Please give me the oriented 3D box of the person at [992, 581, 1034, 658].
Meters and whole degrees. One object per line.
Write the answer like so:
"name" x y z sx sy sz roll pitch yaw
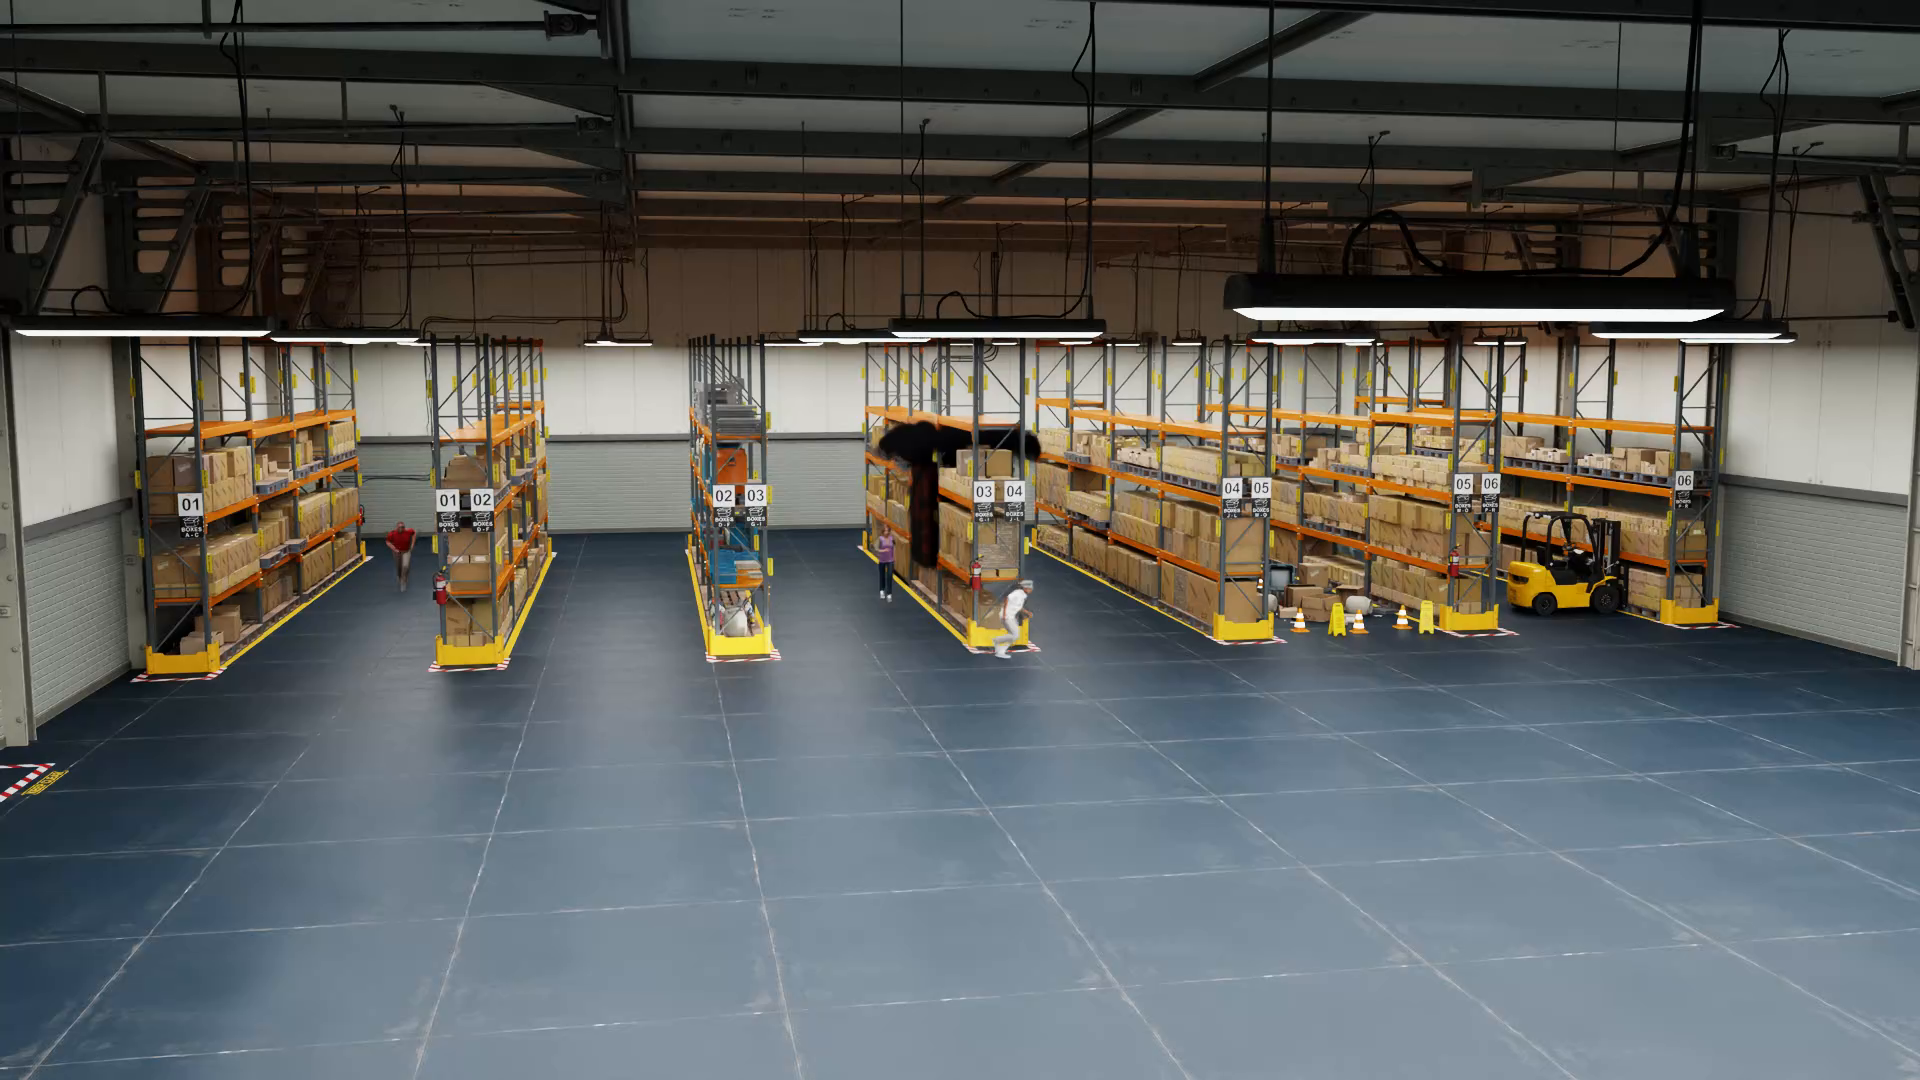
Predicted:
"person" 0.973 1.479 30.804 0.776 1.476 0.561 2 7 13

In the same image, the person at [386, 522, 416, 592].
"person" -13.401 0.366 39.877 0.696 1.693 1.024 -3 7 -22

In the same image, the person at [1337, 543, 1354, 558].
"person" 10.494 -0.350 45.590 0.644 1.706 0.946 -3 7 -24

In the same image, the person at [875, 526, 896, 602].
"person" -1.610 0.486 36.005 0.510 1.619 0.792 -1 7 -10
